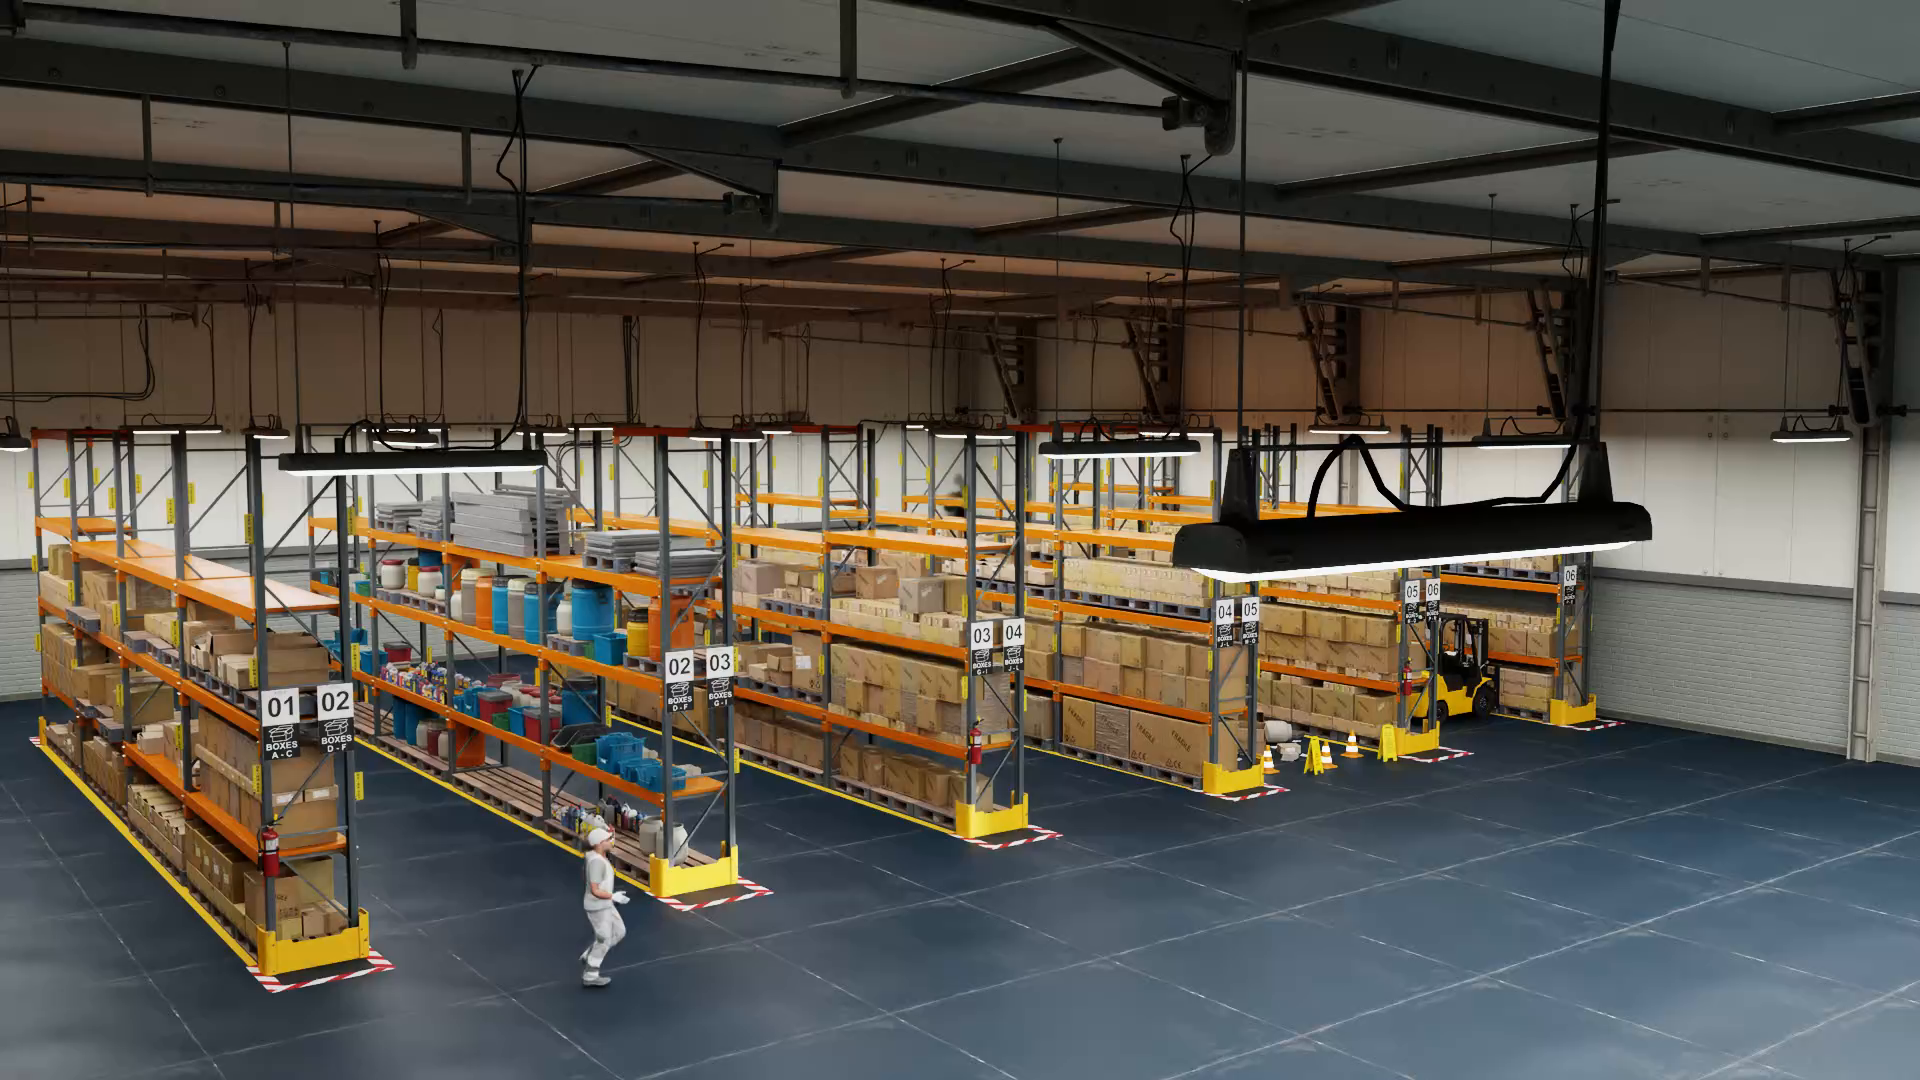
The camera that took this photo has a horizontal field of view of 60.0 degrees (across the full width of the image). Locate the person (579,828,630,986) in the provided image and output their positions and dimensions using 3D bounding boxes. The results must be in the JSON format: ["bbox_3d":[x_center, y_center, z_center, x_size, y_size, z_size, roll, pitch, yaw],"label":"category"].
[{"bbox_3d":[-3.906,4.016,18.228,0.580,1.745,0.669,-1,5,-8],"label":"person"}]
